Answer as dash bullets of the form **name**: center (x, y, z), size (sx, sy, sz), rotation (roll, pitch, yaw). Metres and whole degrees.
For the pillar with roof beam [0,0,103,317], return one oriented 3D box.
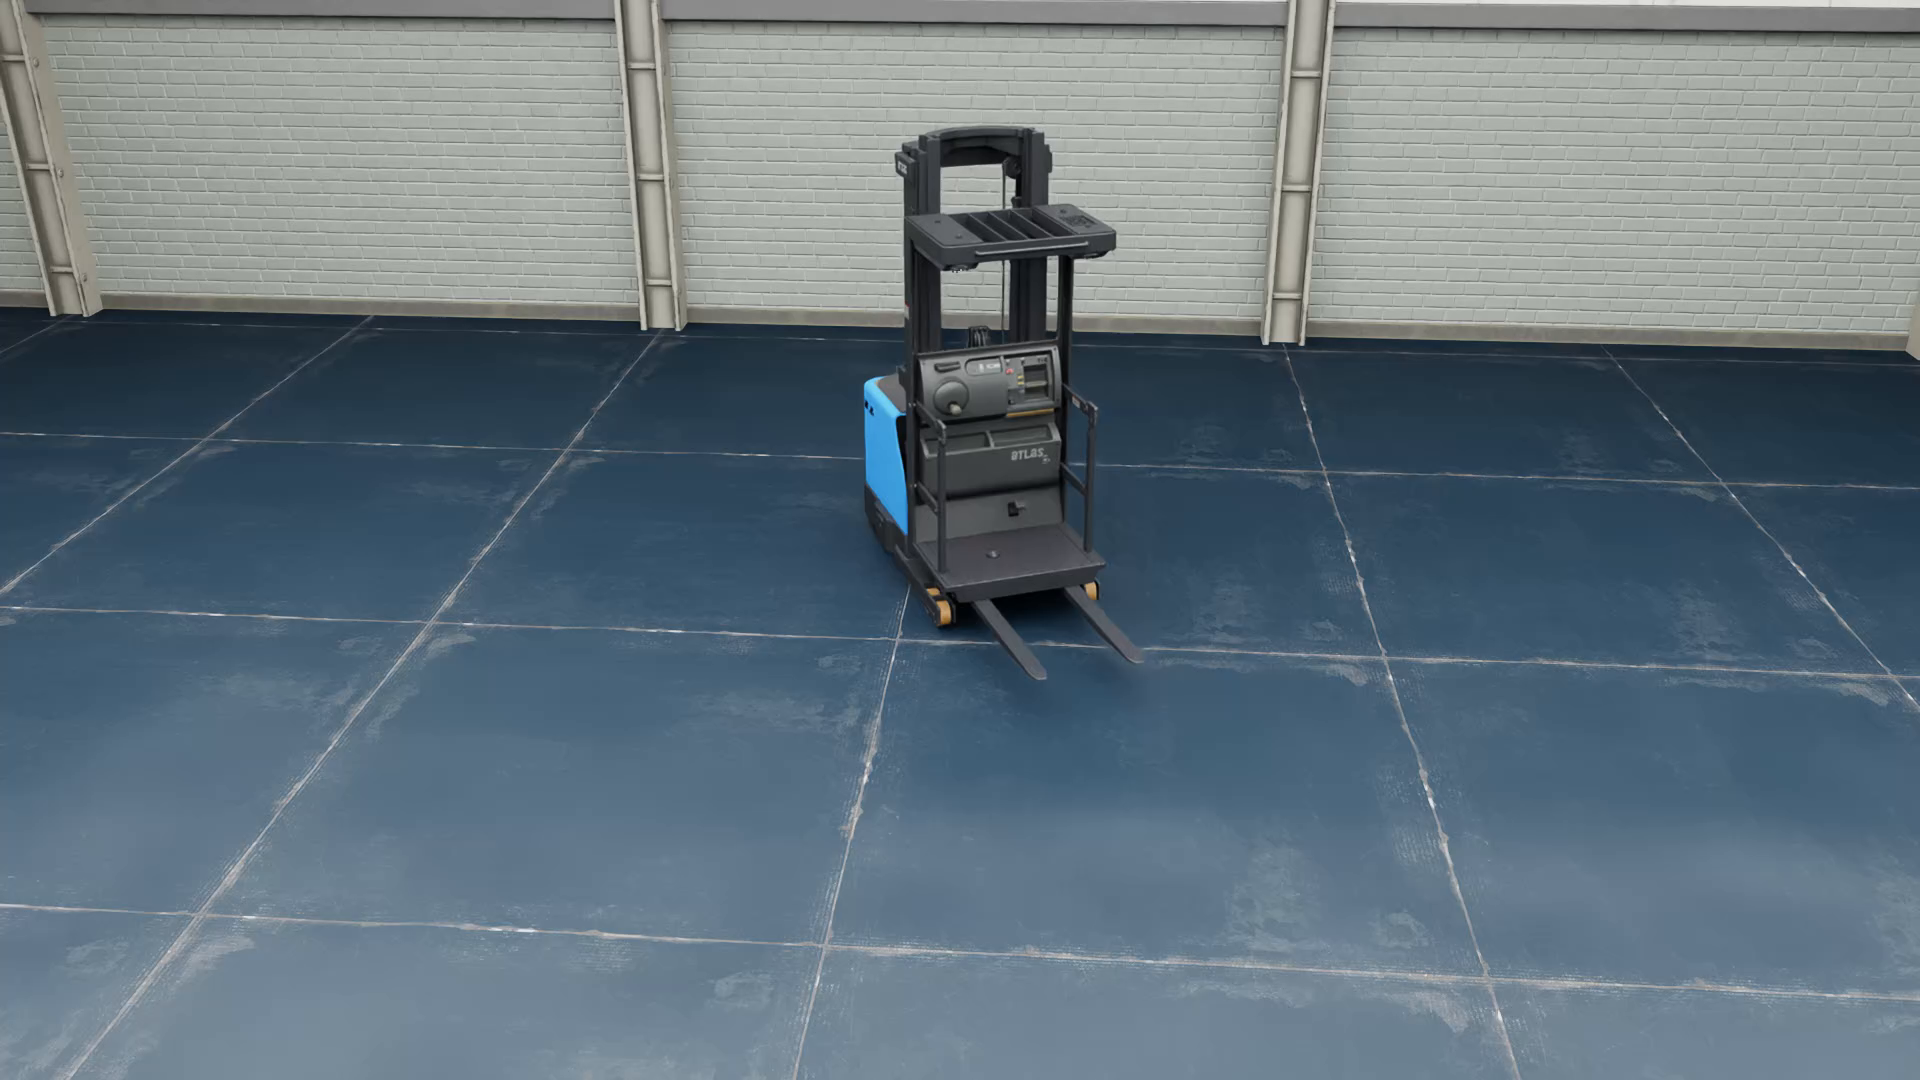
- **pillar with roof beam**: center (-9.212, -4.591, 10.961), size (0.400, 9.000, 9.100), rotation (2, 25, 4)

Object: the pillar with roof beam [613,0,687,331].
- **pillar with roof beam**: center (-3.229, -4.399, 10.544), size (0.400, 9.000, 9.100), rotation (2, 25, 4)

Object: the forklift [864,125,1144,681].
- **forklift**: center (0.268, -0.974, 10.359), size (1.130, 2.935, 3.031), rotation (-8, 26, -17)

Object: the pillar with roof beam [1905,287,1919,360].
- **pillar with roof beam**: center (8.735, -4.015, 9.709), size (0.400, 9.000, 9.100), rotation (2, 25, 4)

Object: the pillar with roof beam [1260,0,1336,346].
- **pillar with roof beam**: center (2.753, -4.207, 10.127), size (0.400, 9.000, 9.100), rotation (2, 25, 4)
